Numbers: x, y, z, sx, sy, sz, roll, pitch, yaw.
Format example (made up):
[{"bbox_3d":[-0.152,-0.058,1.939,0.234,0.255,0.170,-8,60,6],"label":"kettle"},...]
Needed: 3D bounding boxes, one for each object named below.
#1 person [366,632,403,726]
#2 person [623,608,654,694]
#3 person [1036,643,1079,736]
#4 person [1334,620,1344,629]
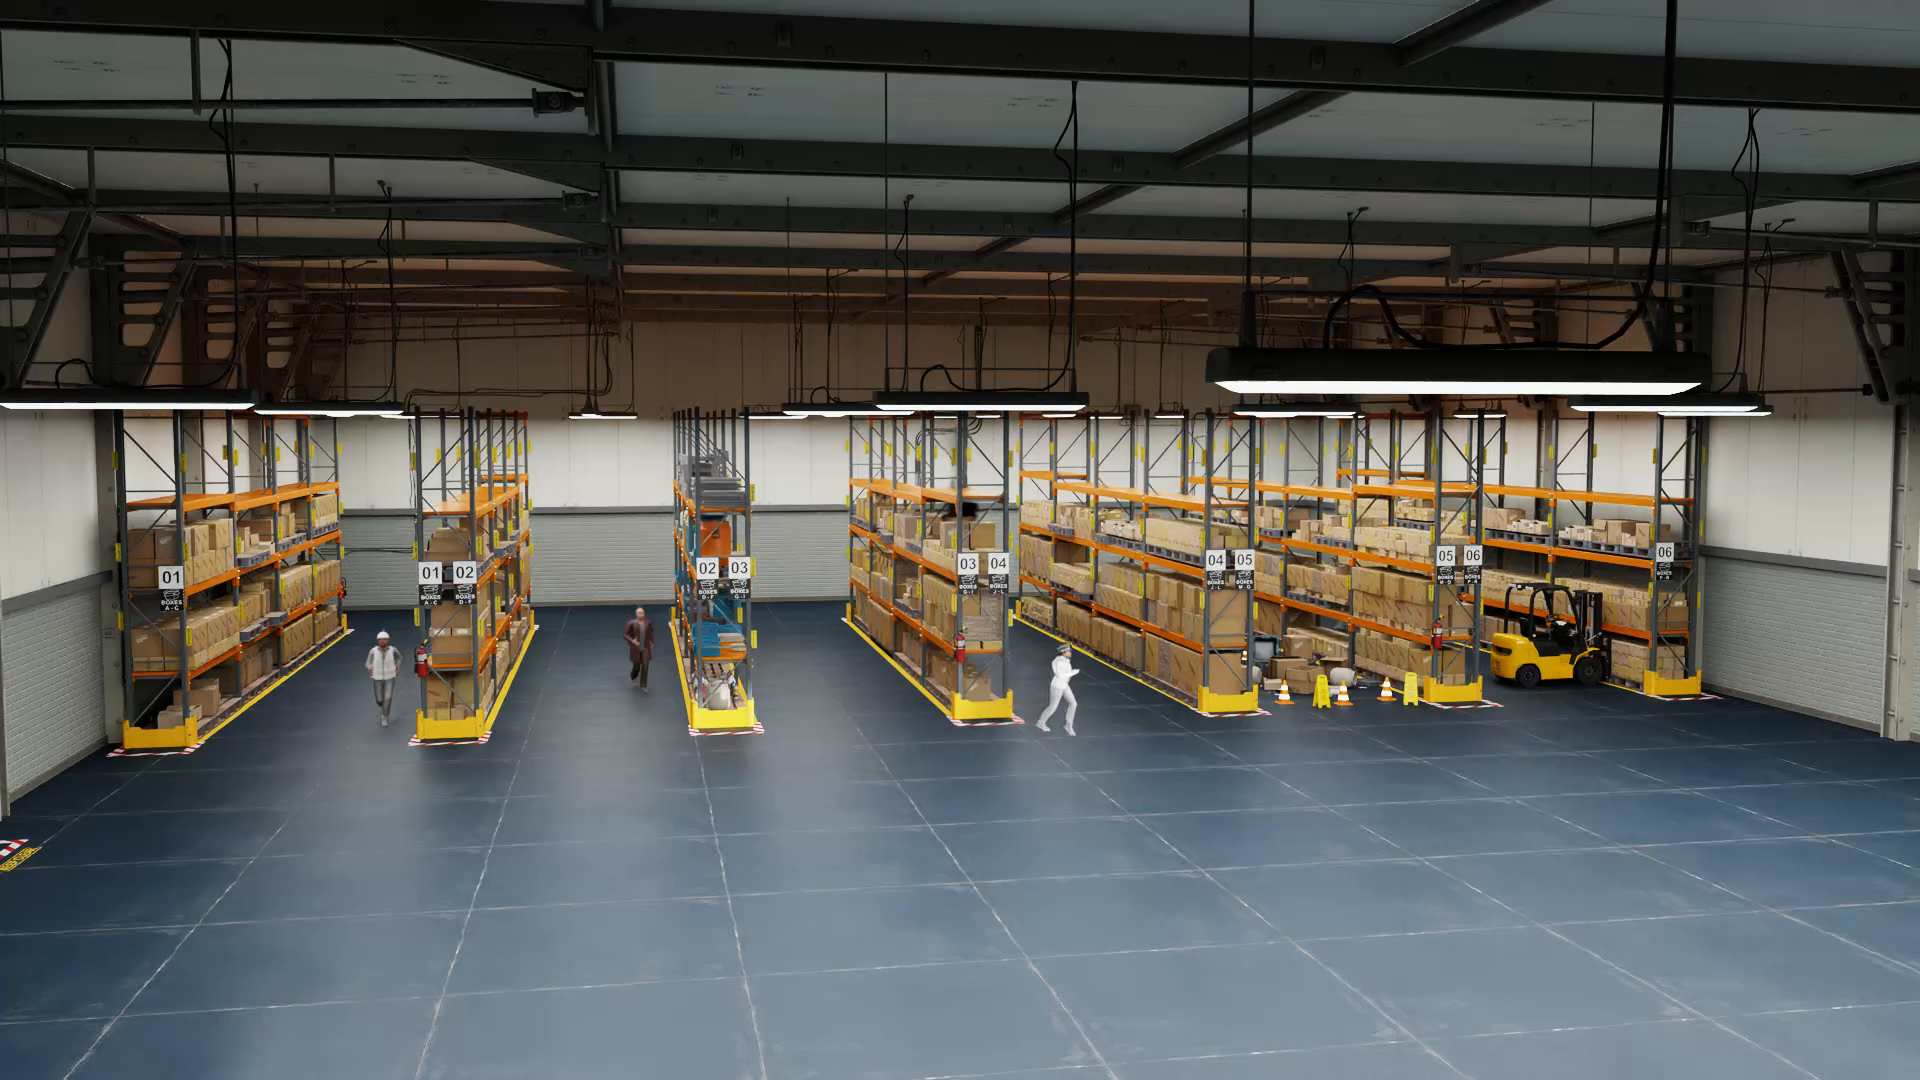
[{"bbox_3d":[-10.945,2.621,31.635,0.671,1.770,0.799,-1,4,-16],"label":"person"},{"bbox_3d":[-6.813,2.330,35.336,0.712,1.776,0.954,-2,4,-24],"label":"person"},{"bbox_3d":[1.789,2.742,30.345,0.833,1.747,0.593,2,4,25],"label":"person"},{"bbox_3d":[10.499,1.591,45.896,0.715,1.740,0.633,-2,4,-25],"label":"person"}]
